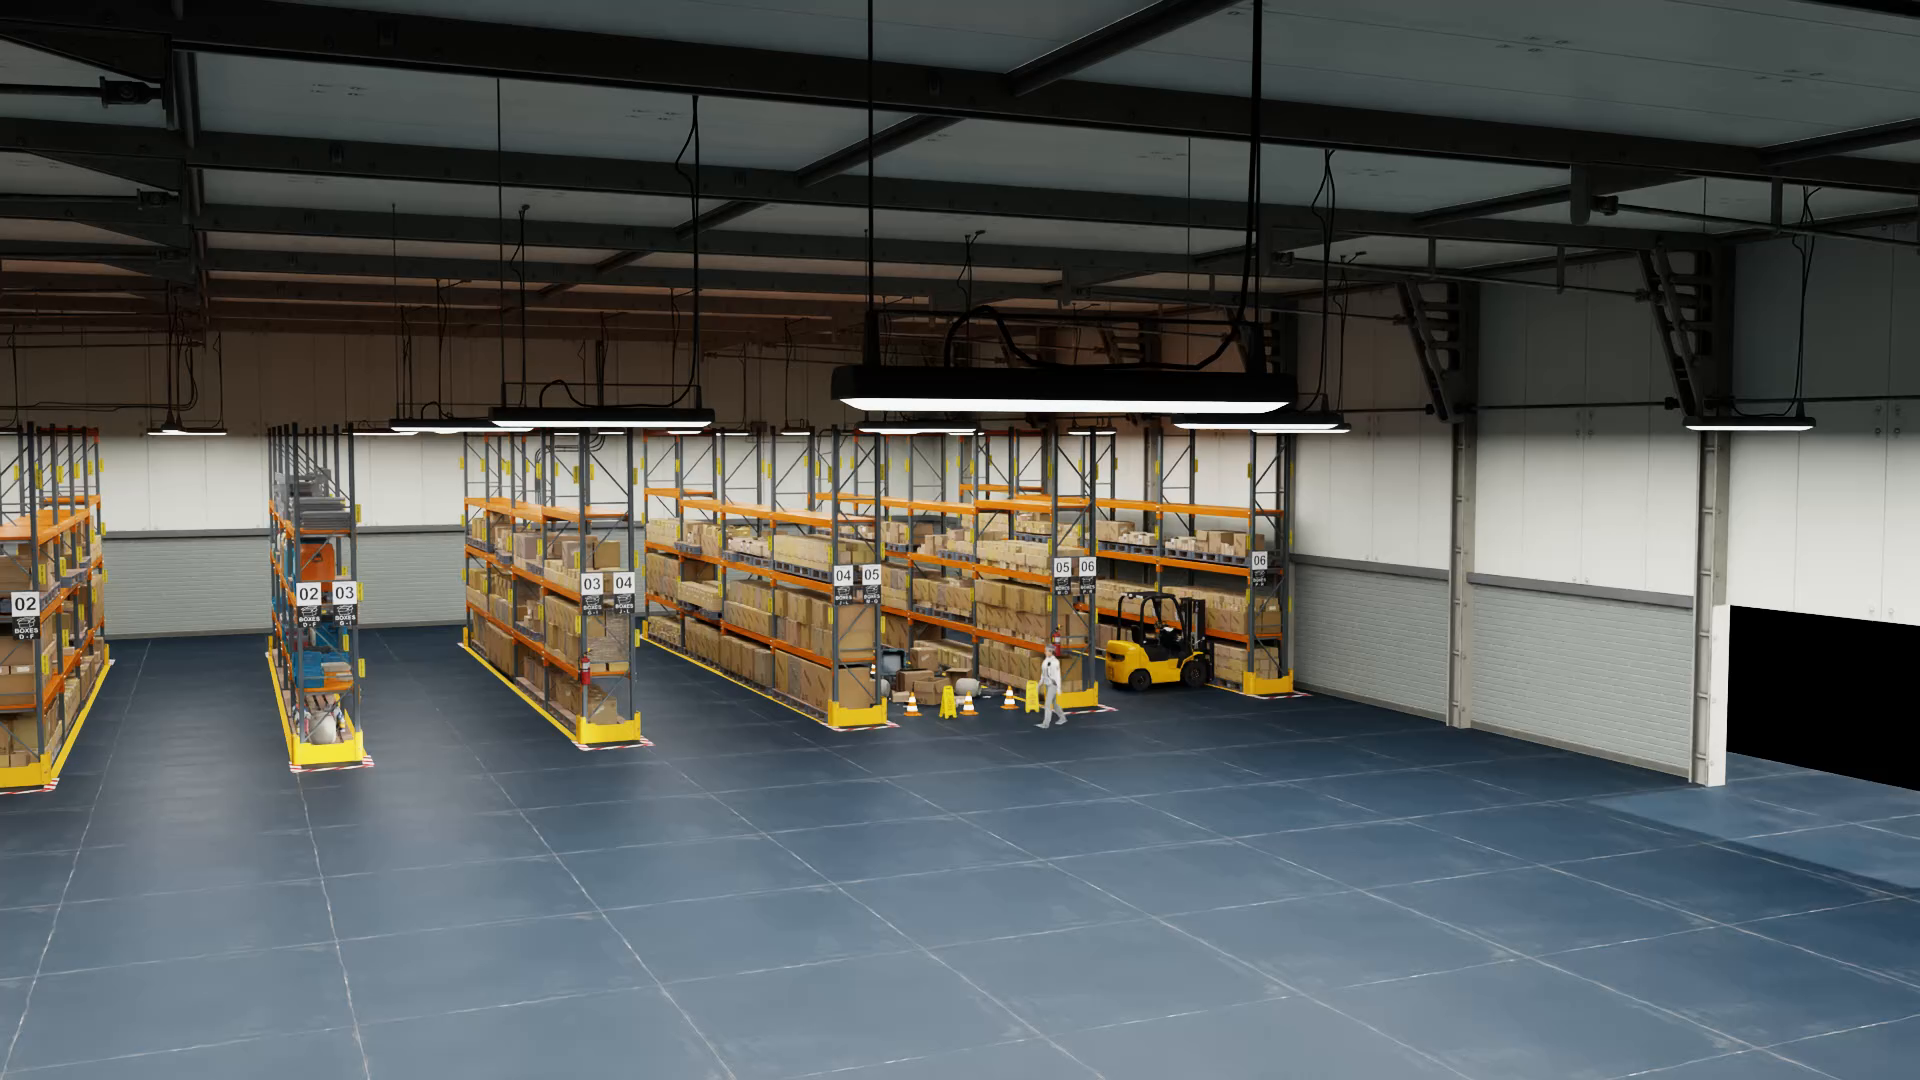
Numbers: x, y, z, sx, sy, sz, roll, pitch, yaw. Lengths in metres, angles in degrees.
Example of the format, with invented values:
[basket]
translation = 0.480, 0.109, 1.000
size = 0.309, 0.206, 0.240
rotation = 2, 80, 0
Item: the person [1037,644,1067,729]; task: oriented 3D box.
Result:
[person]
translation = 1.818, 2.883, 32.961
size = 0.782, 1.664, 0.488
rotation = -2, 4, -25
